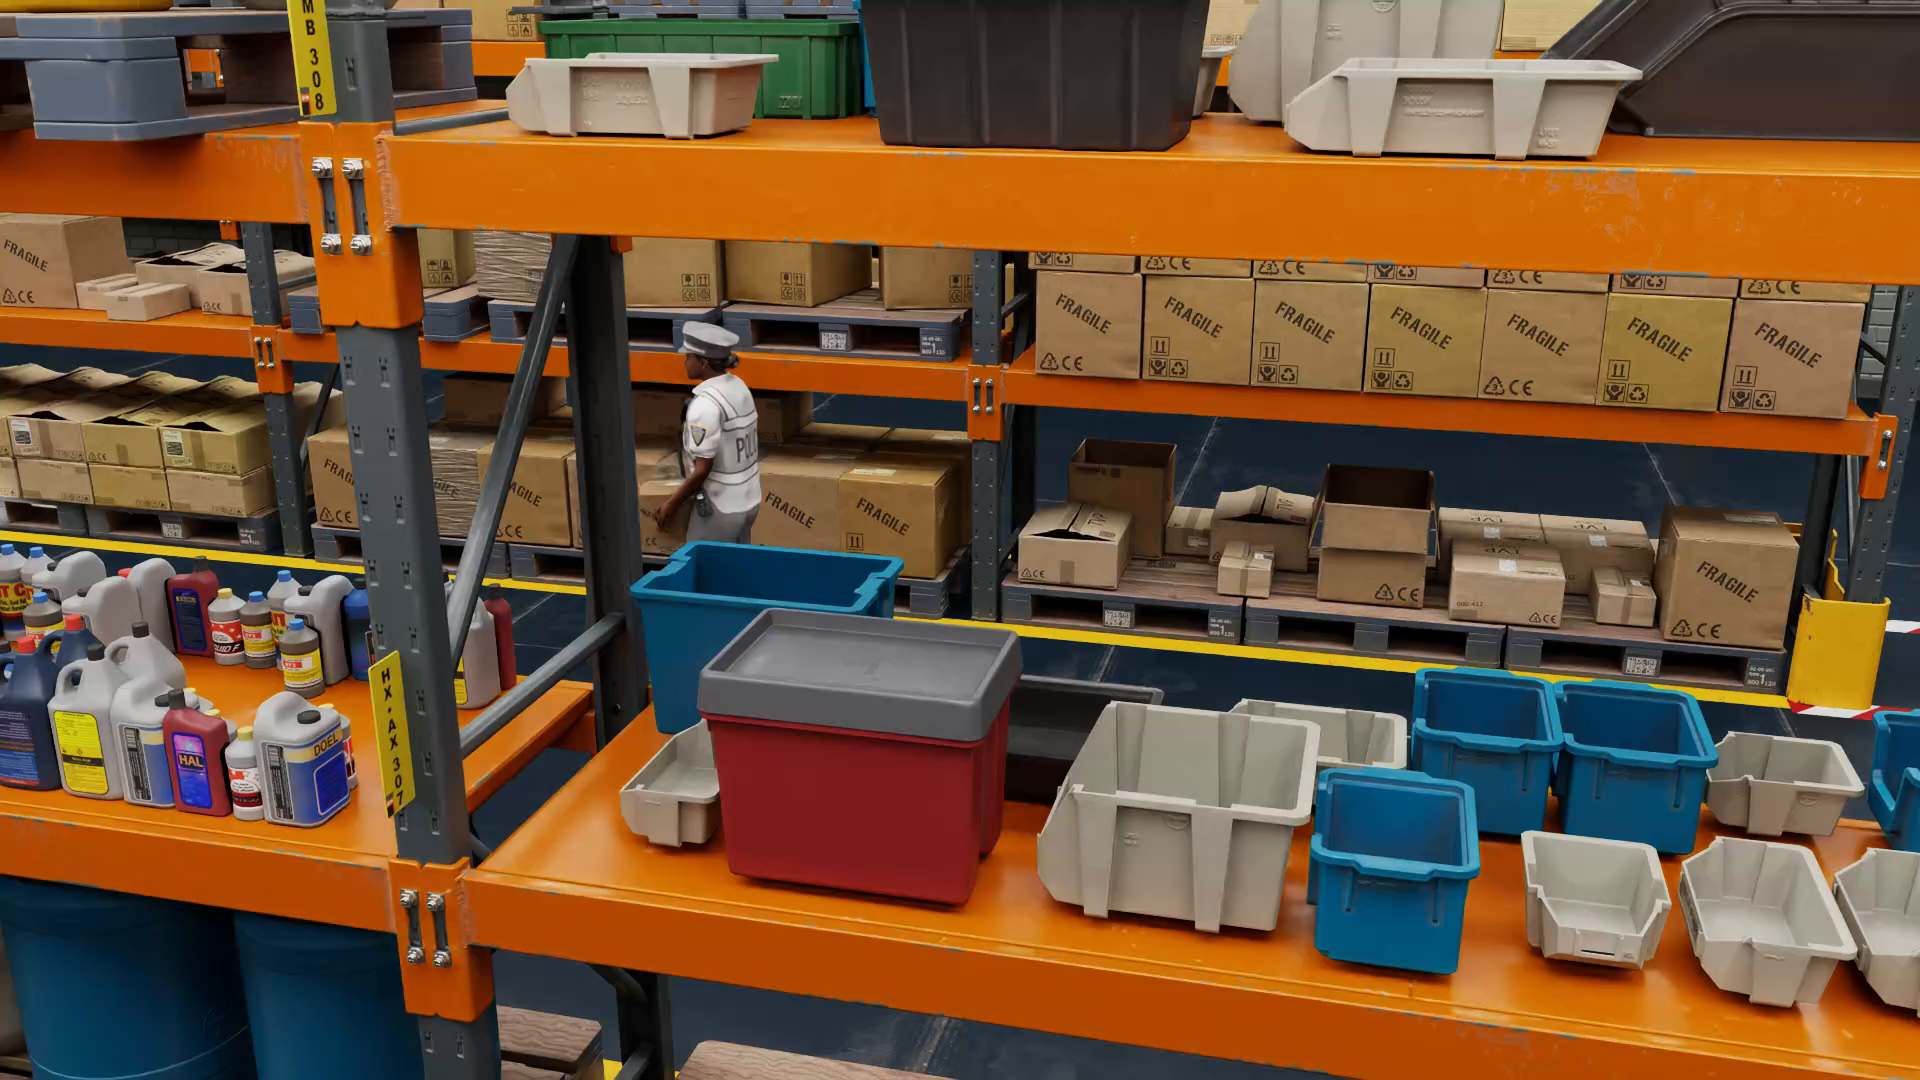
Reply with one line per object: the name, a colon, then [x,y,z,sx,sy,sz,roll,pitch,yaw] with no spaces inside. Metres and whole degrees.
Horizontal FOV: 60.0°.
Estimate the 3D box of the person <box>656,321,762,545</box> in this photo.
person: [-1.116,-0.146,7.464,0.429,1.680,0.479,4,19,13]
